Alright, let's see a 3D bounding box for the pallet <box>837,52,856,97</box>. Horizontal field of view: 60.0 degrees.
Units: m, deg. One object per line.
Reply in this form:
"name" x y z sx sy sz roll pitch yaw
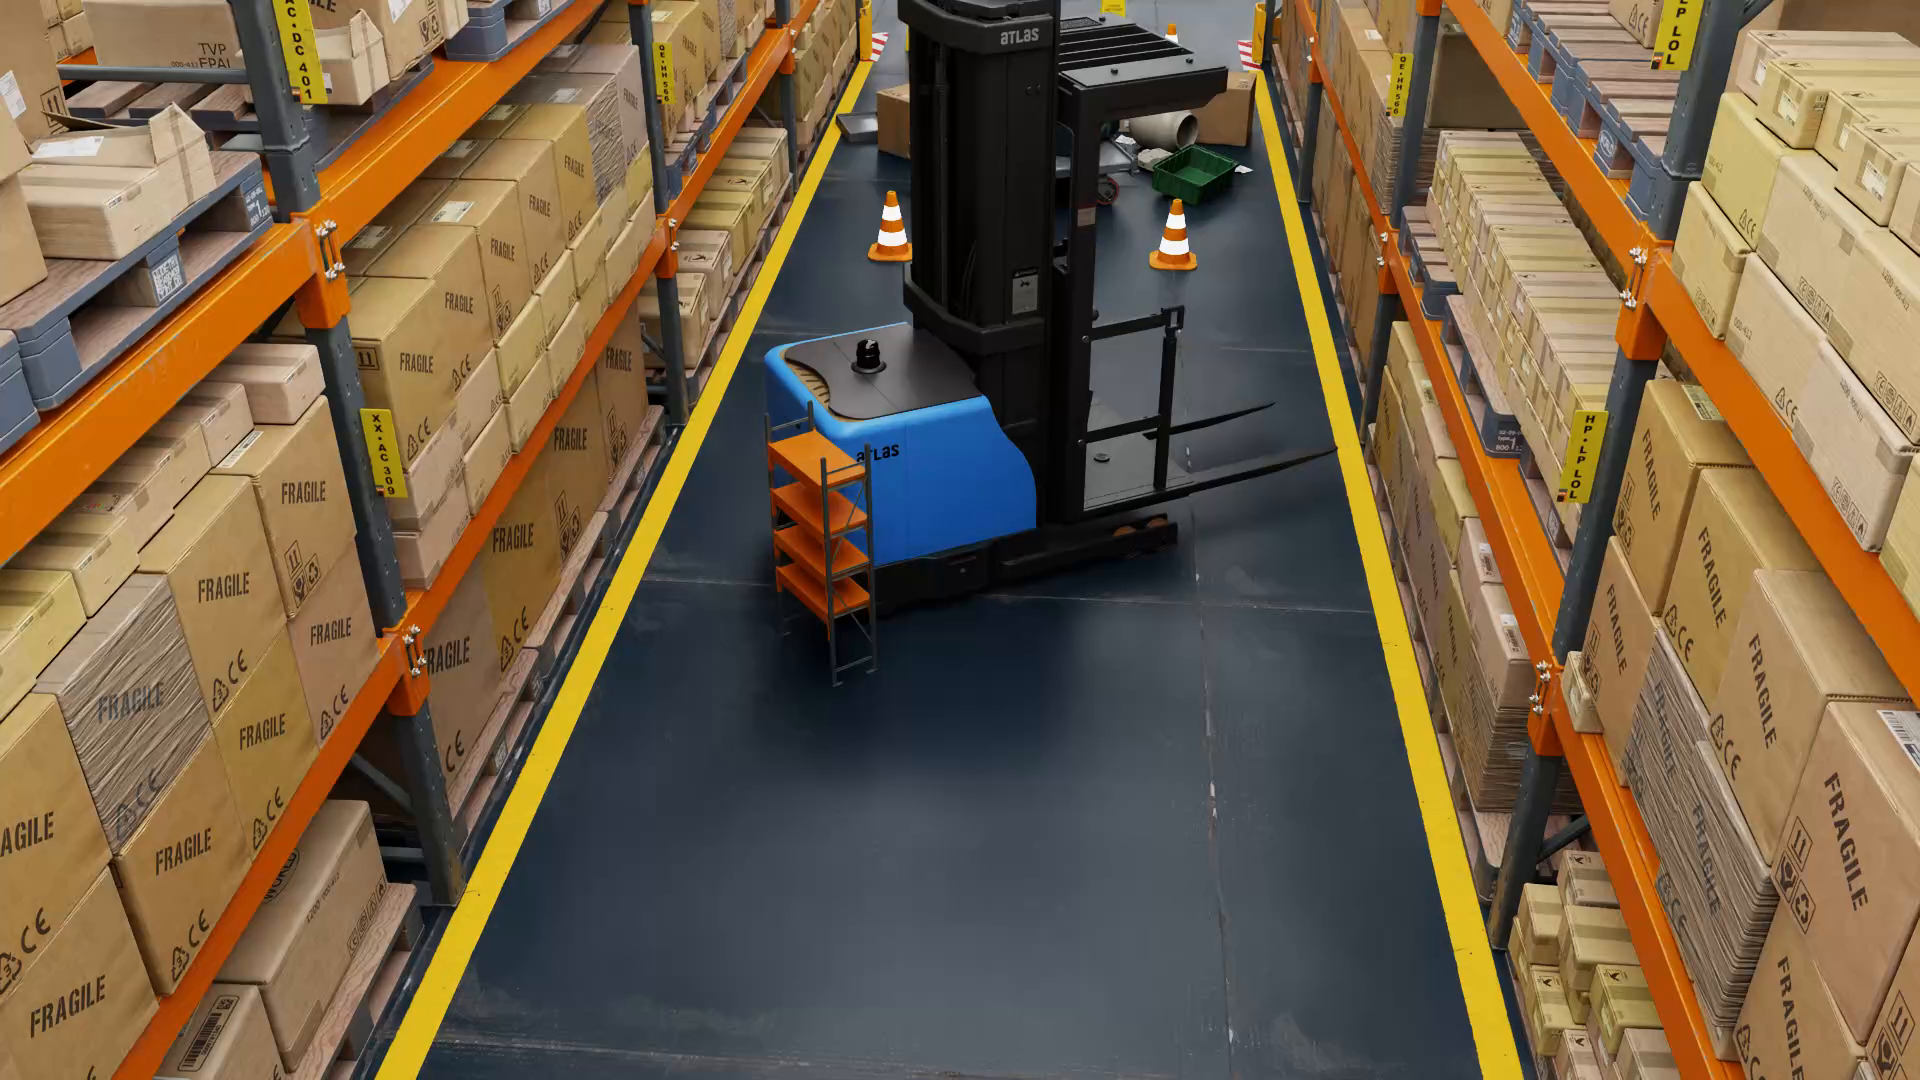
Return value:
"pallet" -1.571 -4.527 15.895 1.003 0.211 1.213 2 32 4

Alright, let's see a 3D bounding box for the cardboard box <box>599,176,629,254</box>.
"cardboard box" -1.939 -1.610 8.171 0.500 0.250 0.500 2 32 3

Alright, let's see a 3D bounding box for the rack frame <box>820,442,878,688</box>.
"rack frame" -0.488 0.130 7.395 0.240 1.200 0.015 -20 37 -29

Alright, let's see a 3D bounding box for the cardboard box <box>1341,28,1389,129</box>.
"cardboard box" 2.716 -2.915 10.526 0.500 0.500 0.500 3 32 5

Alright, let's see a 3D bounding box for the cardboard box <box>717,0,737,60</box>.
"cardboard box" -1.727 -3.379 10.595 0.500 0.500 0.500 1 32 2

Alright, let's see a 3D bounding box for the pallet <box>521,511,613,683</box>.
"pallet" -2.356 0.238 8.162 1.003 0.211 1.213 2 32 4

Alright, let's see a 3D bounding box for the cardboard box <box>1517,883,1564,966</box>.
"cardboard box" 2.153 1.340 5.749 0.380 0.149 0.250 4 32 6

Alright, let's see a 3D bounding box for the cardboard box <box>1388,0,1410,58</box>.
"cardboard box" 2.953 -3.071 9.825 0.700 0.500 0.500 2 32 3

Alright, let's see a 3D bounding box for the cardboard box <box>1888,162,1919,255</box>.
"cardboard box" 2.150 -0.653 3.378 0.380 0.149 0.250 1 32 2

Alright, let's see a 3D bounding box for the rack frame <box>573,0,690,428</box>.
"rack frame" -2.115 -1.994 9.126 1.000 3.000 0.127 2 32 4

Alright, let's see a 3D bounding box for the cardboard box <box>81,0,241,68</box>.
"cardboard box" -2.578 -1.790 5.621 0.500 0.311 0.500 2 32 4

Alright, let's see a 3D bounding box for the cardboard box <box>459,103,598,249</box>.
"cardboard box" -1.977 -1.653 7.524 0.500 0.500 0.500 2 32 4

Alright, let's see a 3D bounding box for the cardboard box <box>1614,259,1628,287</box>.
"cardboard box" 3.158 -1.218 7.423 0.380 0.149 0.250 2 32 4

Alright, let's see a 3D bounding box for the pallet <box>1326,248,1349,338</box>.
"pallet" 3.068 -1.693 11.297 1.003 0.211 1.213 2 32 4

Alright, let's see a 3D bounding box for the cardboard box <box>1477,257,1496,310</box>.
"cardboard box" 2.484 -1.116 7.258 0.380 0.149 0.250 2 32 4

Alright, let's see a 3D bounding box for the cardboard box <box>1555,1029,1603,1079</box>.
"cardboard box" 2.161 1.739 5.386 0.380 0.149 0.250 2 32 4

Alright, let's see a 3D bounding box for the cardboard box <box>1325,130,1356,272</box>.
"cardboard box" 3.109 -2.315 11.392 1.050 0.750 0.750 2 32 4

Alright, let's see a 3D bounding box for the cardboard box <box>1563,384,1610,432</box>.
"cardboard box" 2.360 -0.428 5.857 0.380 0.149 0.250 2 32 3

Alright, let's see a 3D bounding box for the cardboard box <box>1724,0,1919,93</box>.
"cardboard box" 2.642 -1.435 4.866 0.700 0.500 0.500 3 32 4

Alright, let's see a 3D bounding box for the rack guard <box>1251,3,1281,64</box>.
"rack guard" 3.480 -4.967 16.333 1.175 0.500 0.348 2 32 4

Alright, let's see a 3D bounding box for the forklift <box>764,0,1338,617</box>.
"forklift" 0.572 -1.387 8.208 3.031 2.935 1.130 -14 34 -21

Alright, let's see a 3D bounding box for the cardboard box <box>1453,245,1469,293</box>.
"cardboard box" 2.525 -1.259 7.773 0.380 0.149 0.250 4 32 6

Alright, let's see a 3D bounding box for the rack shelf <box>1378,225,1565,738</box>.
"rack shelf" 2.664 -0.483 7.361 1.077 0.370 4.000 2 32 4

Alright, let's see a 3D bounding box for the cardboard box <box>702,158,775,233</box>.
"cardboard box" -1.885 -2.495 12.044 0.950 0.372 0.625 4 32 7

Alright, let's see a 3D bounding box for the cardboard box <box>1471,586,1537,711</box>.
"cardboard box" 2.310 0.422 6.473 0.500 0.250 0.500 2 32 3

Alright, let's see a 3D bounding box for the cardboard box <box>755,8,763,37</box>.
"cardboard box" -1.580 -3.603 11.577 0.380 0.149 0.250 2 32 3

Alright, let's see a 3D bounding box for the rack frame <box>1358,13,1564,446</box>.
"rack frame" 2.827 -1.835 8.869 1.000 3.000 0.127 2 32 4

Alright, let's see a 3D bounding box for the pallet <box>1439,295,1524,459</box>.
"pallet" 2.707 -0.717 7.237 1.003 0.211 1.213 2 32 4

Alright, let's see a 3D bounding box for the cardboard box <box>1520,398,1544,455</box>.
"cardboard box" 2.400 -0.429 6.426 0.380 0.149 0.250 1 32 1

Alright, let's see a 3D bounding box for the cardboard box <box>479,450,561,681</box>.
"cardboard box" -2.404 0.023 7.478 0.875 0.875 0.875 3 32 5

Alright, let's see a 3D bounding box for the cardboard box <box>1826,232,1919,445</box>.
"cardboard box" 2.123 -0.405 3.356 0.500 0.250 0.500 3 32 5

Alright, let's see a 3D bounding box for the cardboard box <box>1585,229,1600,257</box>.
"cardboard box" 3.202 -1.365 7.945 0.380 0.149 0.250 3 32 5

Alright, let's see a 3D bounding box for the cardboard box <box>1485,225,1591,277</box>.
"cardboard box" 2.491 -1.240 7.175 0.380 0.149 0.250 3 32 5

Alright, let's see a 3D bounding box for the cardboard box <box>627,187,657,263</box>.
"cardboard box" -1.897 -1.655 8.719 0.500 0.250 0.500 1 32 2

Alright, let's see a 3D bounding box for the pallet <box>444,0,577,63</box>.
"pallet" -2.203 -2.267 6.890 1.003 0.211 1.213 4 32 6

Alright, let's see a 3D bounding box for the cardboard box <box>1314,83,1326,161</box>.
"cardboard box" 3.274 -3.527 13.239 0.875 0.875 0.875 3 32 5

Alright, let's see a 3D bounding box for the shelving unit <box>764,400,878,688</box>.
"shelving unit" -0.626 0.025 7.566 0.258 1.200 0.503 -20 37 -29

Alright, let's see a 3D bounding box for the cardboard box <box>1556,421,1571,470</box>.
"cardboard box" 2.357 -0.296 5.928 0.380 0.149 0.250 3 32 4

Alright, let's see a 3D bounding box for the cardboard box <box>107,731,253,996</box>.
"cardboard box" -2.286 0.841 4.430 0.500 0.500 0.500 2 32 3

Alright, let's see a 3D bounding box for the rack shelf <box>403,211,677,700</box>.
"rack shelf" -2.278 -0.642 7.618 1.077 0.370 4.000 2 32 4

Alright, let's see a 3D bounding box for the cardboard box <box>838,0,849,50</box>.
"cardboard box" -1.308 -4.801 15.188 0.500 0.500 0.500 4 32 6

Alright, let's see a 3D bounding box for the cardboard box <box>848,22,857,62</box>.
"cardboard box" -1.263 -4.739 15.801 0.500 0.250 0.500 2 32 4

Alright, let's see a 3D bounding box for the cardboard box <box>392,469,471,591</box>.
"cardboard box" -2.142 -0.057 6.127 0.500 0.250 0.500 2 32 3

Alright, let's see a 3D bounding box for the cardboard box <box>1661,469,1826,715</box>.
"cardboard box" 2.195 0.159 4.302 0.500 0.500 0.500 2 32 2

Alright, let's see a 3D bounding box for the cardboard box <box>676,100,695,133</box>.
"cardboard box" -1.778 -2.515 9.811 0.380 0.149 0.250 0 32 1

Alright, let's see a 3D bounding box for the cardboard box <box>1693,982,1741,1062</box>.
"cardboard box" 2.093 1.188 4.202 0.380 0.149 0.250 4 32 6

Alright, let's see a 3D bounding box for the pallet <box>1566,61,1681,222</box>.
"pallet" 2.658 -1.259 5.254 1.213 0.211 1.003 2 32 4

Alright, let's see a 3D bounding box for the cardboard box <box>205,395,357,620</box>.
"cardboard box" -2.204 -0.112 5.024 0.500 0.500 0.500 2 32 4

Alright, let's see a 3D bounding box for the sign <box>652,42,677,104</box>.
"sign" -1.561 -2.465 8.787 0.100 0.325 0.005 2 32 4

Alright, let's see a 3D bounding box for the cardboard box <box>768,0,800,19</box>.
"cardboard box" -1.444 -4.130 12.831 0.380 0.149 0.250 2 32 4

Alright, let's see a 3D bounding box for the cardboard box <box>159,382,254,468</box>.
"cardboard box" -2.278 -0.339 4.774 0.380 0.149 0.250 3 32 5

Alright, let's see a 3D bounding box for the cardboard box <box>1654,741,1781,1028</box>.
"cardboard box" 2.100 0.856 4.123 0.500 0.500 0.500 2 32 3

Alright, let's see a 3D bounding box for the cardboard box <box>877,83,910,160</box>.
"cardboard box" -0.346 -3.525 13.990 0.500 0.500 0.500 27 41 37

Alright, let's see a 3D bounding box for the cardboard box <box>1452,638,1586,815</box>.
"cardboard box" 2.310 0.744 6.666 0.500 0.500 0.500 2 32 3
